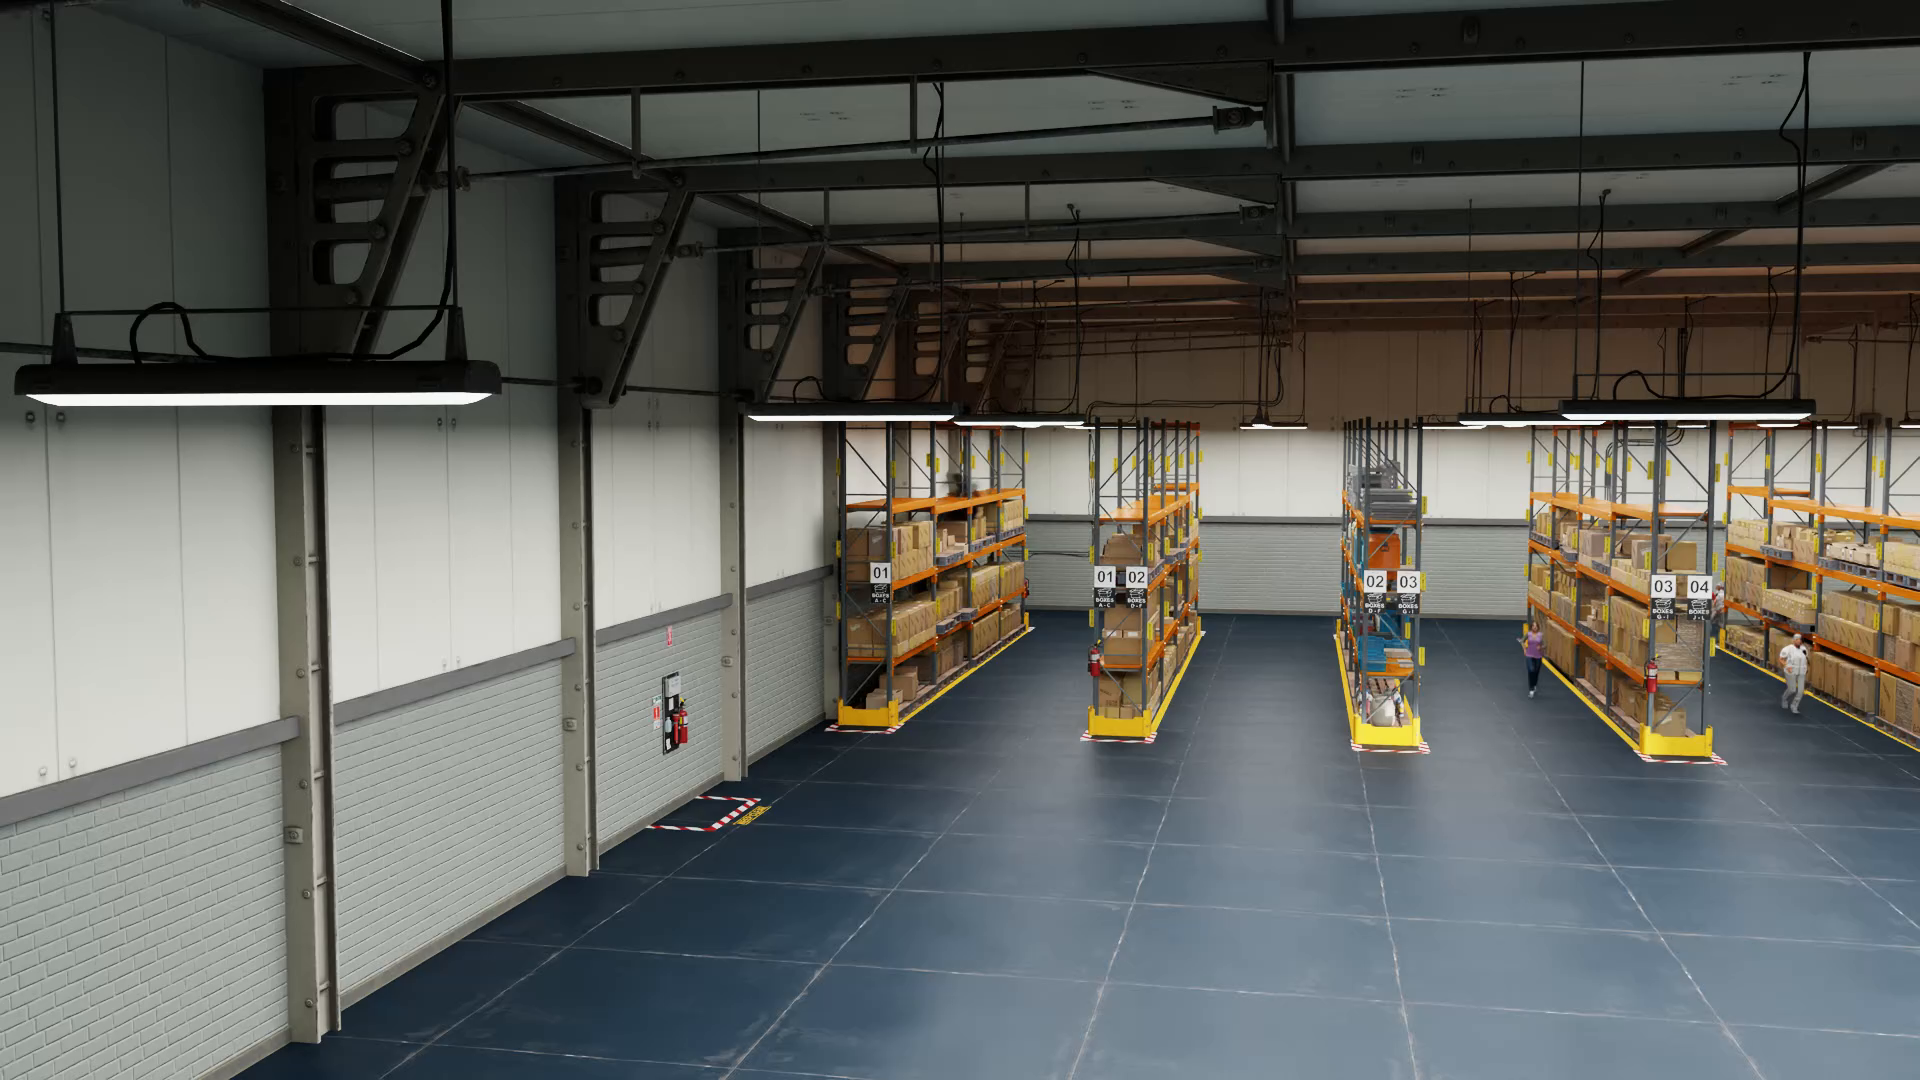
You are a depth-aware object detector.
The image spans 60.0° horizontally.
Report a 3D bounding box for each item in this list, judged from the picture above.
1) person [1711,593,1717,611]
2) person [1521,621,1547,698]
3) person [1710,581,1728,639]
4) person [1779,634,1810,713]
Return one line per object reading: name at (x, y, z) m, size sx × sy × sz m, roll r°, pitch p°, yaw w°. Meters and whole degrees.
person at (19.979, 1.966, 44.944) m, size 0.855 × 1.754 × 0.741 m, roll -2°, pitch 4°, yaw -24°
person at (12.460, 2.570, 36.098) m, size 0.528 × 1.627 × 0.741 m, roll 1°, pitch 4°, yaw 14°
person at (20.645, 1.958, 45.434) m, size 0.724 × 1.705 × 0.619 m, roll 2°, pitch 4°, yaw 31°
person at (17.013, 2.716, 33.849) m, size 0.588 × 1.620 × 0.543 m, roll 0°, pitch 4°, yaw 3°
